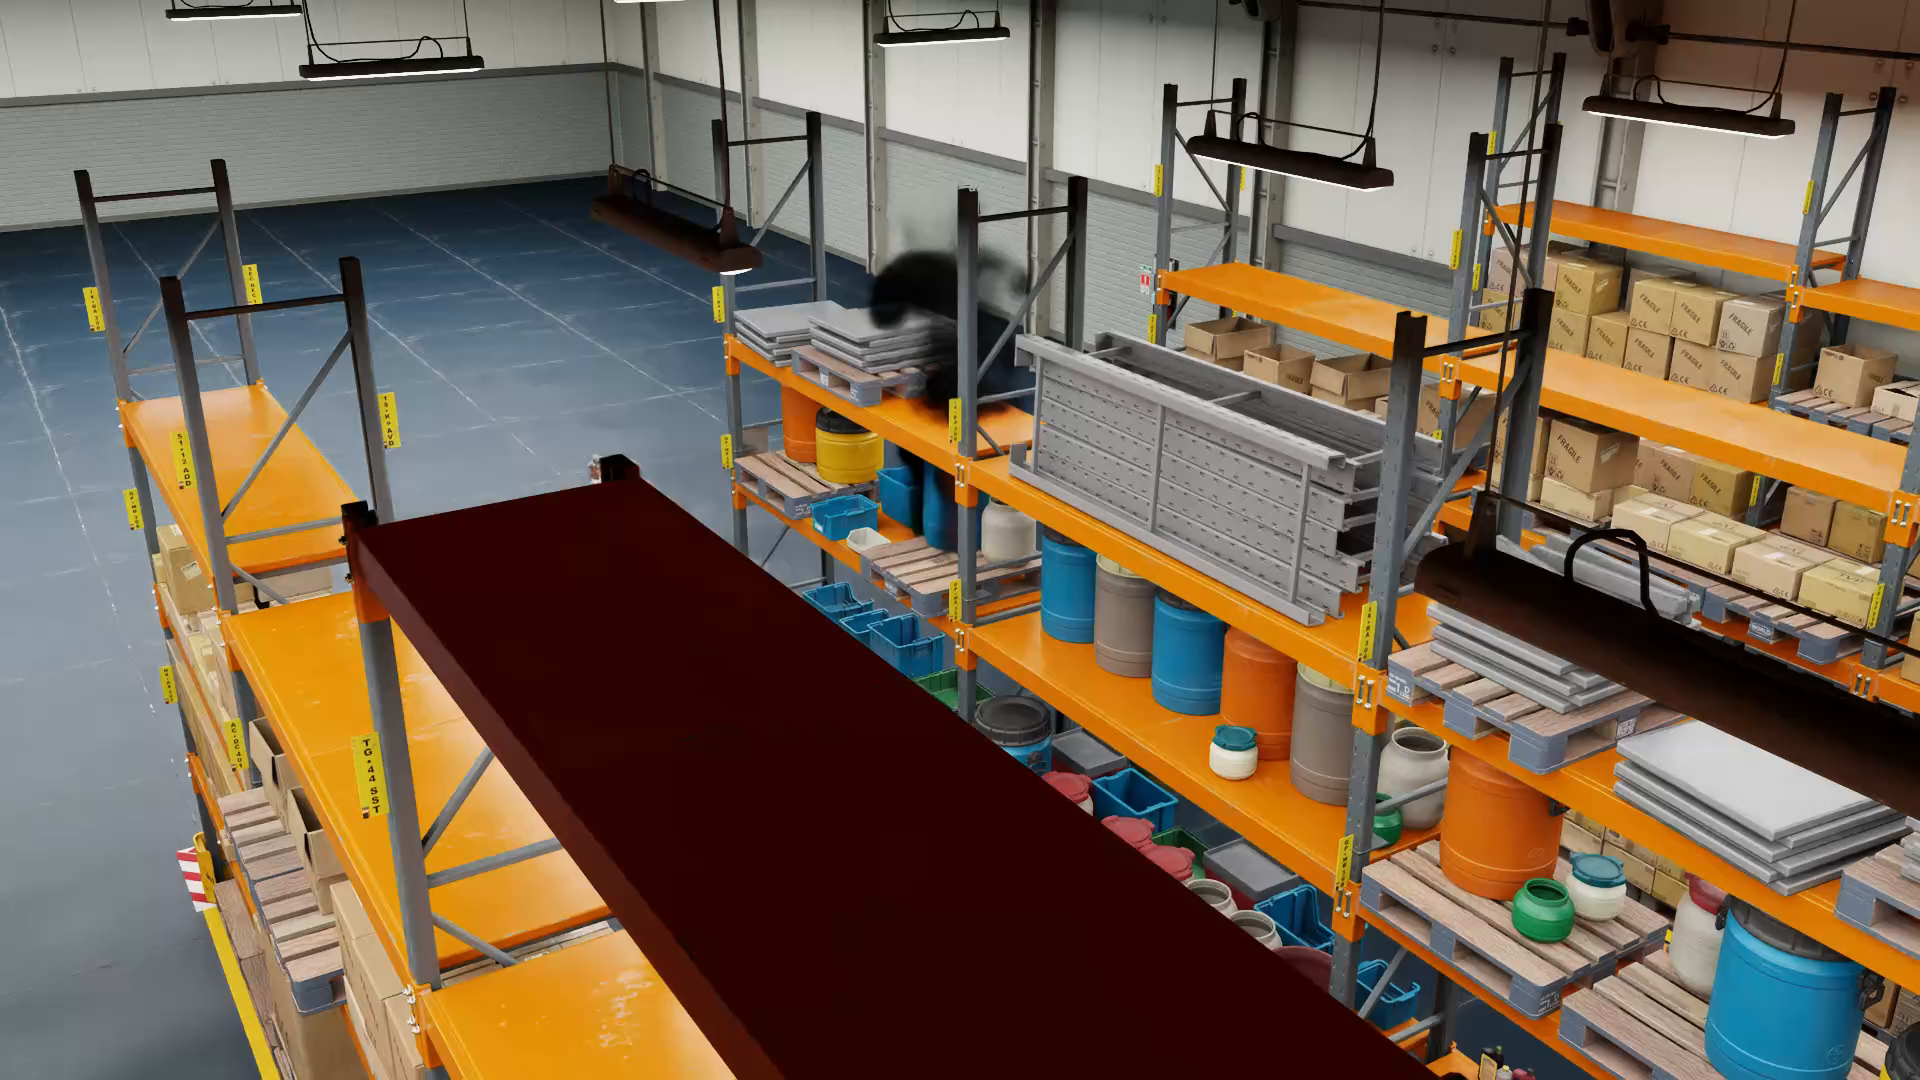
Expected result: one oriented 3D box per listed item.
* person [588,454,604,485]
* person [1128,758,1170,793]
[{"bbox_3d":[-4.154,-0.124,19.348,0.777,1.853,0.632,-5,22,-12],"label":"person"},{"bbox_3d":[1.686,1.584,14.347,0.759,1.741,0.610,-12,25,-27],"label":"person"}]
